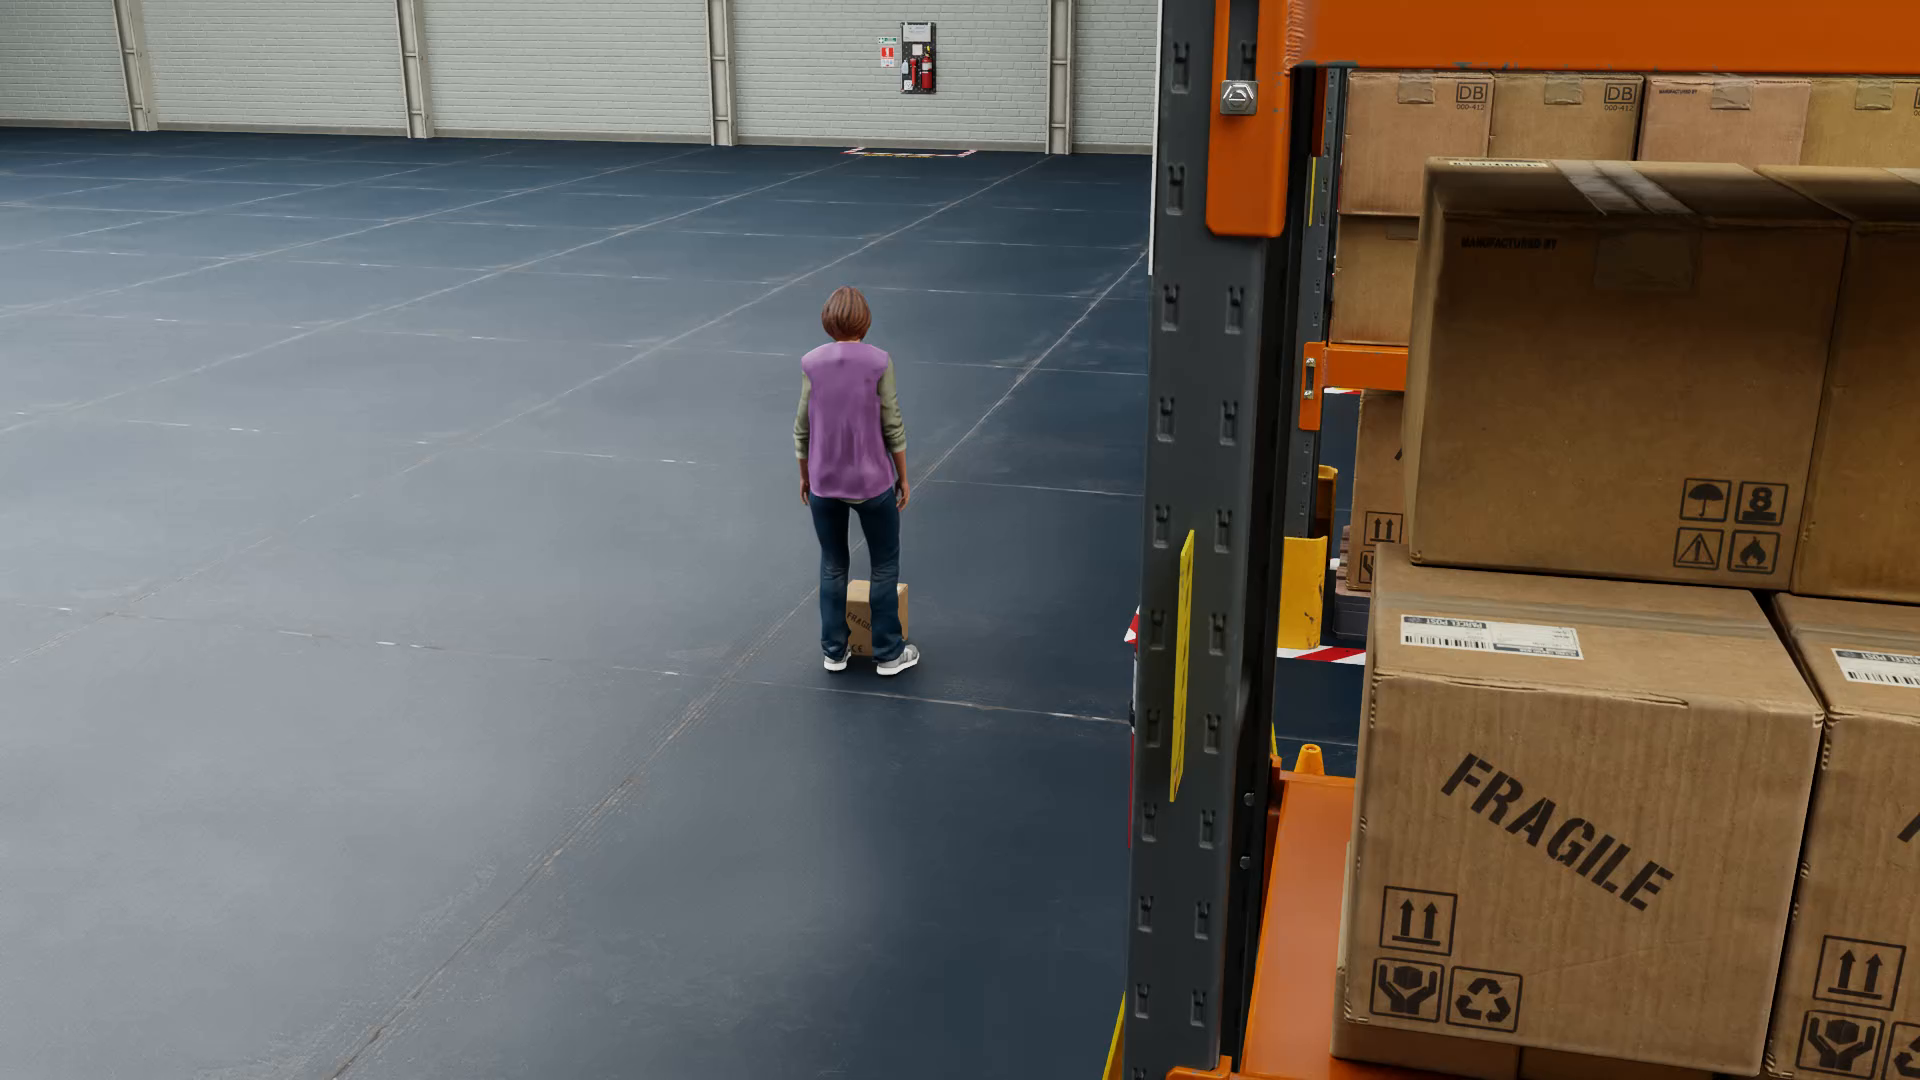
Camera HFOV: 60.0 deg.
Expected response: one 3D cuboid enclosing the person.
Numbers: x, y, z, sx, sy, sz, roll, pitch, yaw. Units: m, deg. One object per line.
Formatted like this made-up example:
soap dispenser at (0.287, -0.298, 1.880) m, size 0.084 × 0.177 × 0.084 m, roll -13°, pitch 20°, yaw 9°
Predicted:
person at (-0.444, -0.149, 6.734) m, size 0.461 × 1.326 × 0.291 m, roll 3°, pitch 19°, yaw 10°
